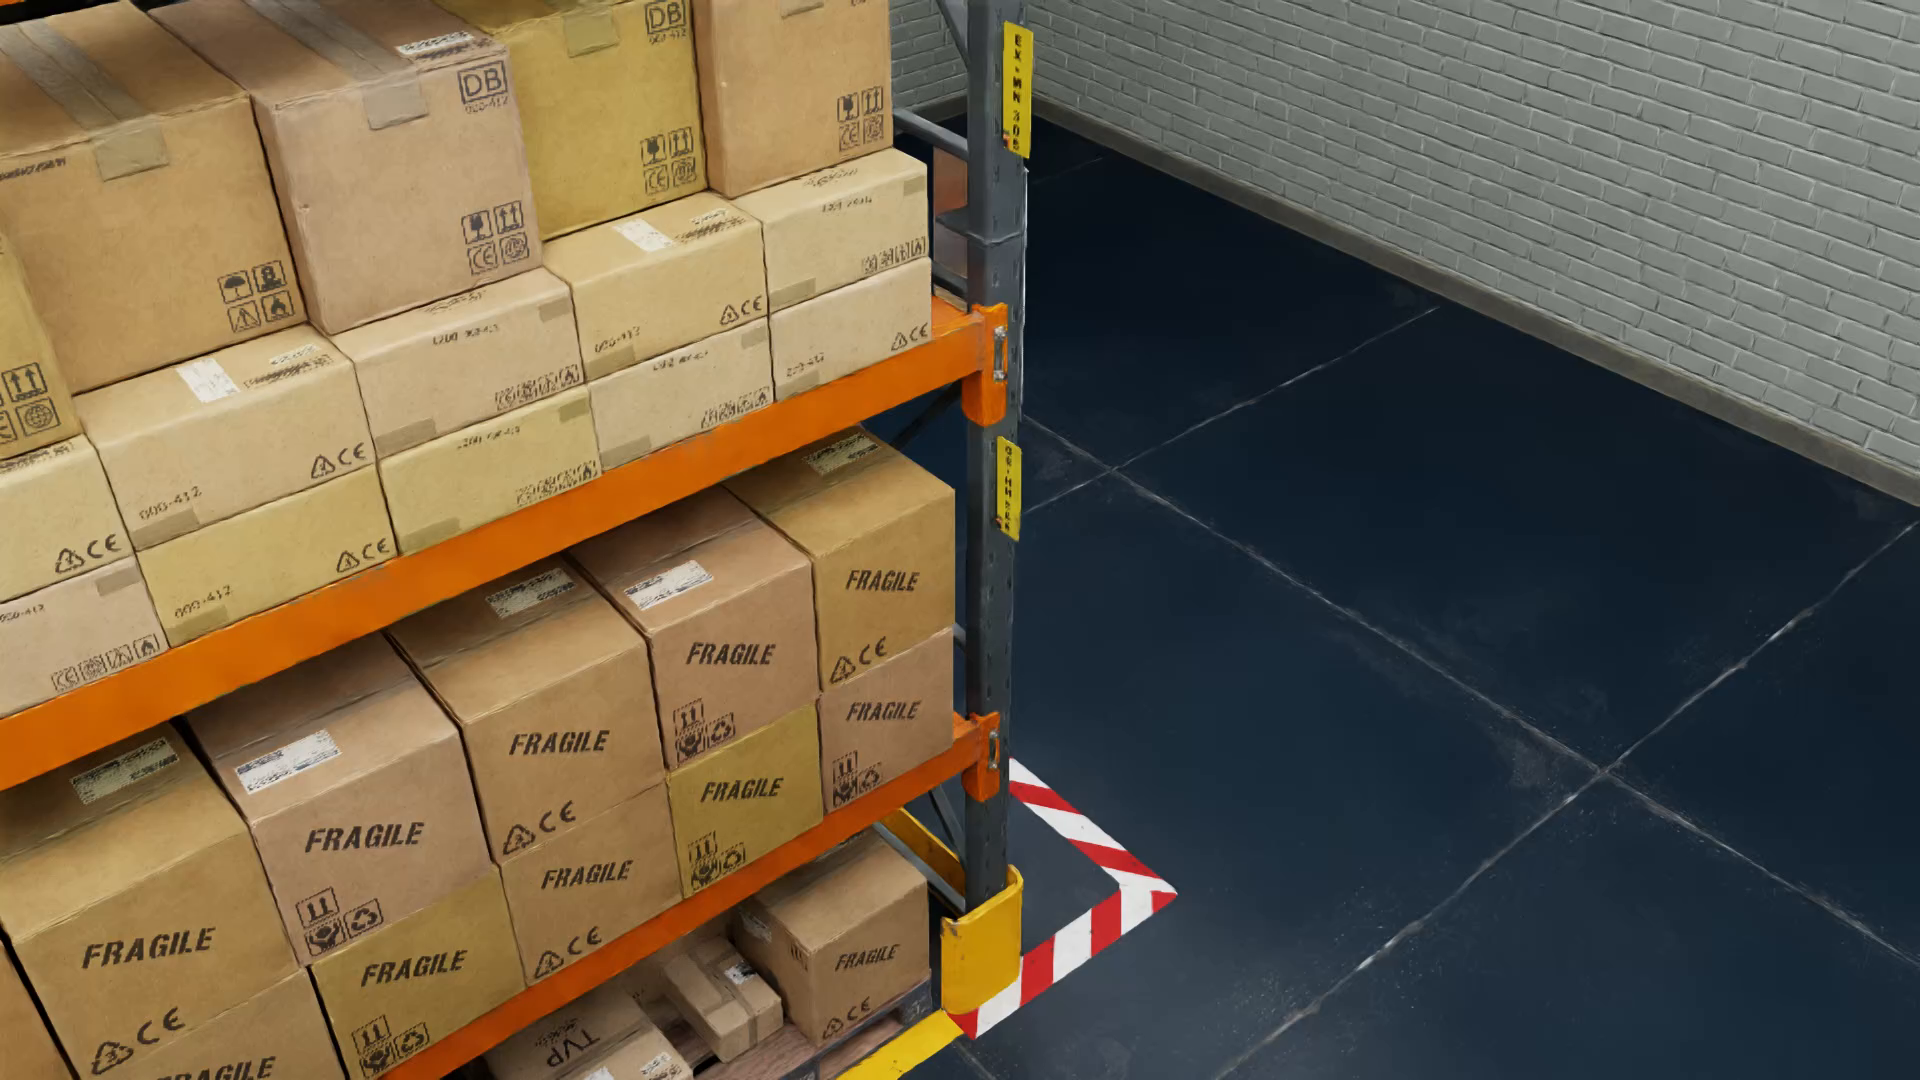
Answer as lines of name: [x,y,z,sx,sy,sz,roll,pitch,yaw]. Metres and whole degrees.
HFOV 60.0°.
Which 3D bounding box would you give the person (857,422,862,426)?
person: [-0.399,-0.033,7.098,0.624,1.578,0.448,-7,37,-10]
